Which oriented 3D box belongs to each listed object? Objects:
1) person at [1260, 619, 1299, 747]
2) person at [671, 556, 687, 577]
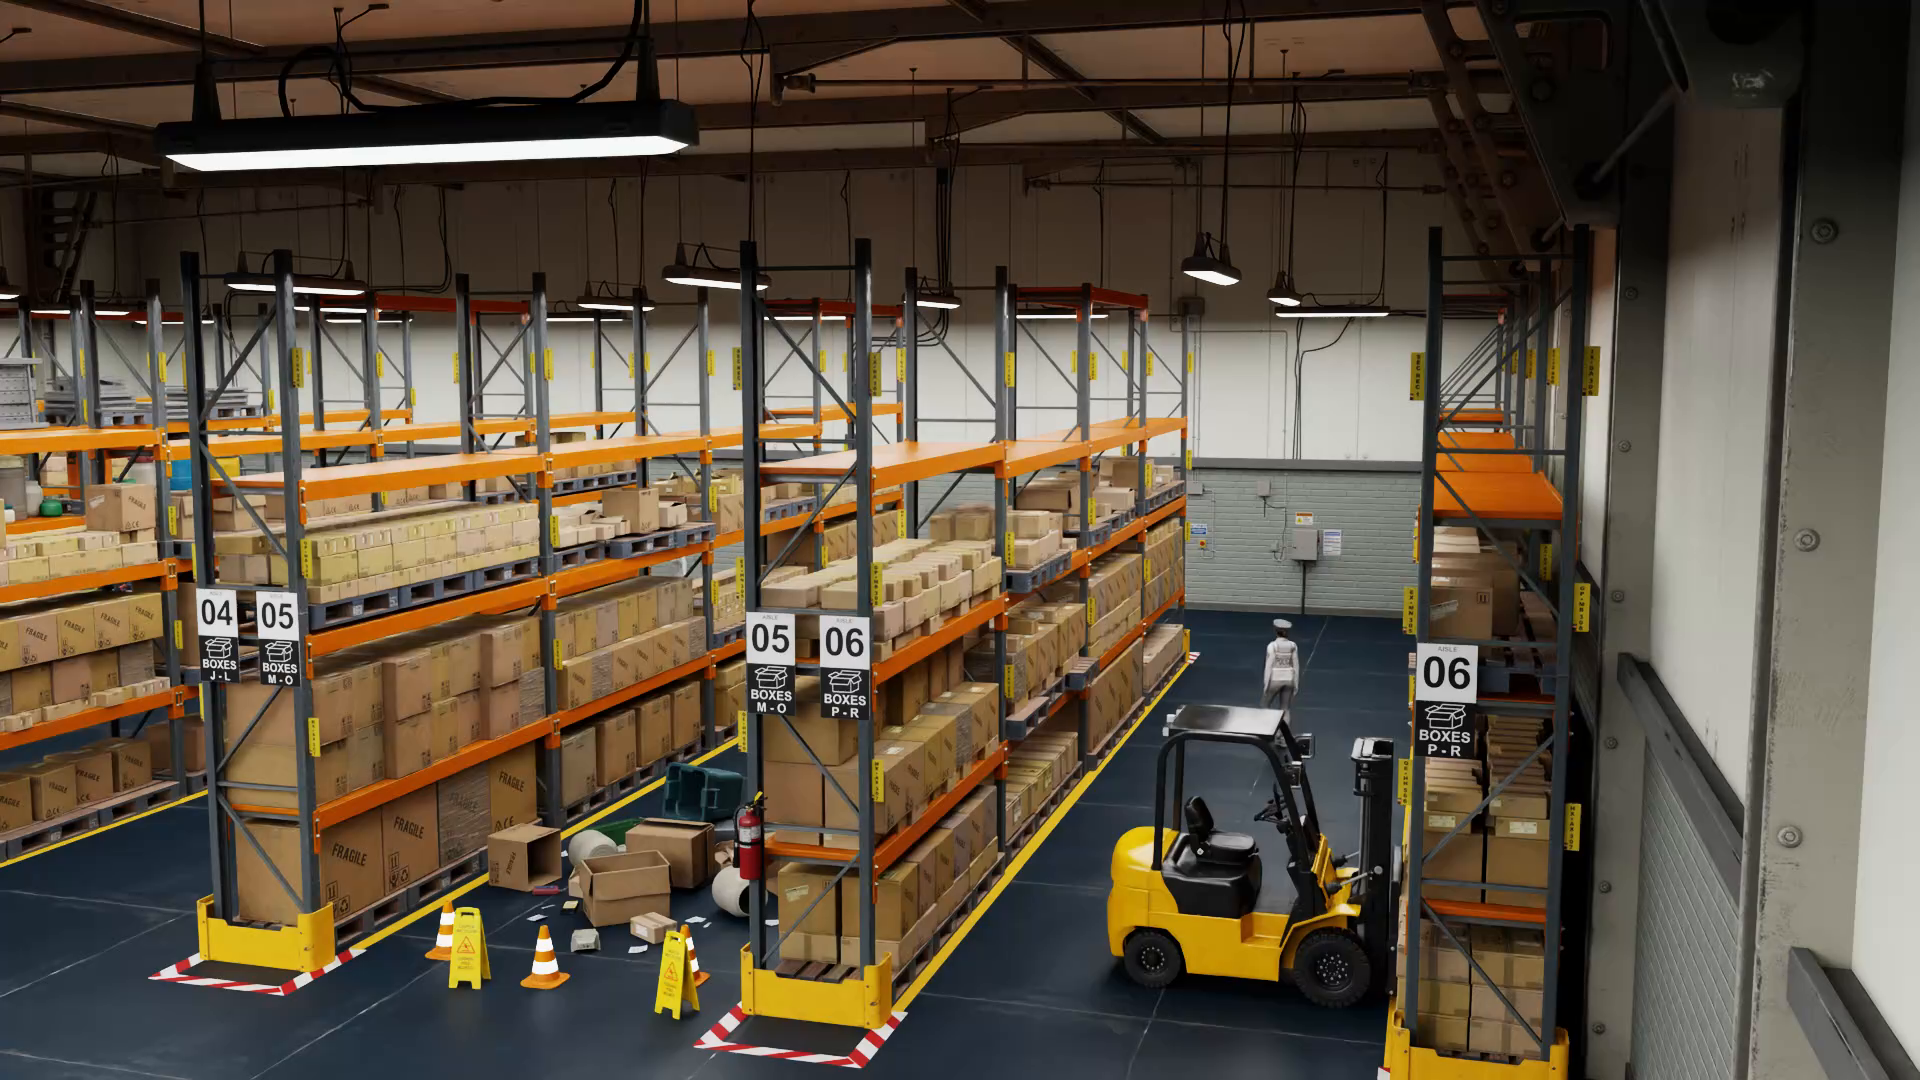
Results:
[{"bbox_3d":[4.228,1.894,21.867,0.526,1.669,0.433,-2,7,-17],"label":"person"},{"bbox_3d":[-5.447,0.741,32.538,0.774,1.575,0.454,-4,7,-31],"label":"person"}]
